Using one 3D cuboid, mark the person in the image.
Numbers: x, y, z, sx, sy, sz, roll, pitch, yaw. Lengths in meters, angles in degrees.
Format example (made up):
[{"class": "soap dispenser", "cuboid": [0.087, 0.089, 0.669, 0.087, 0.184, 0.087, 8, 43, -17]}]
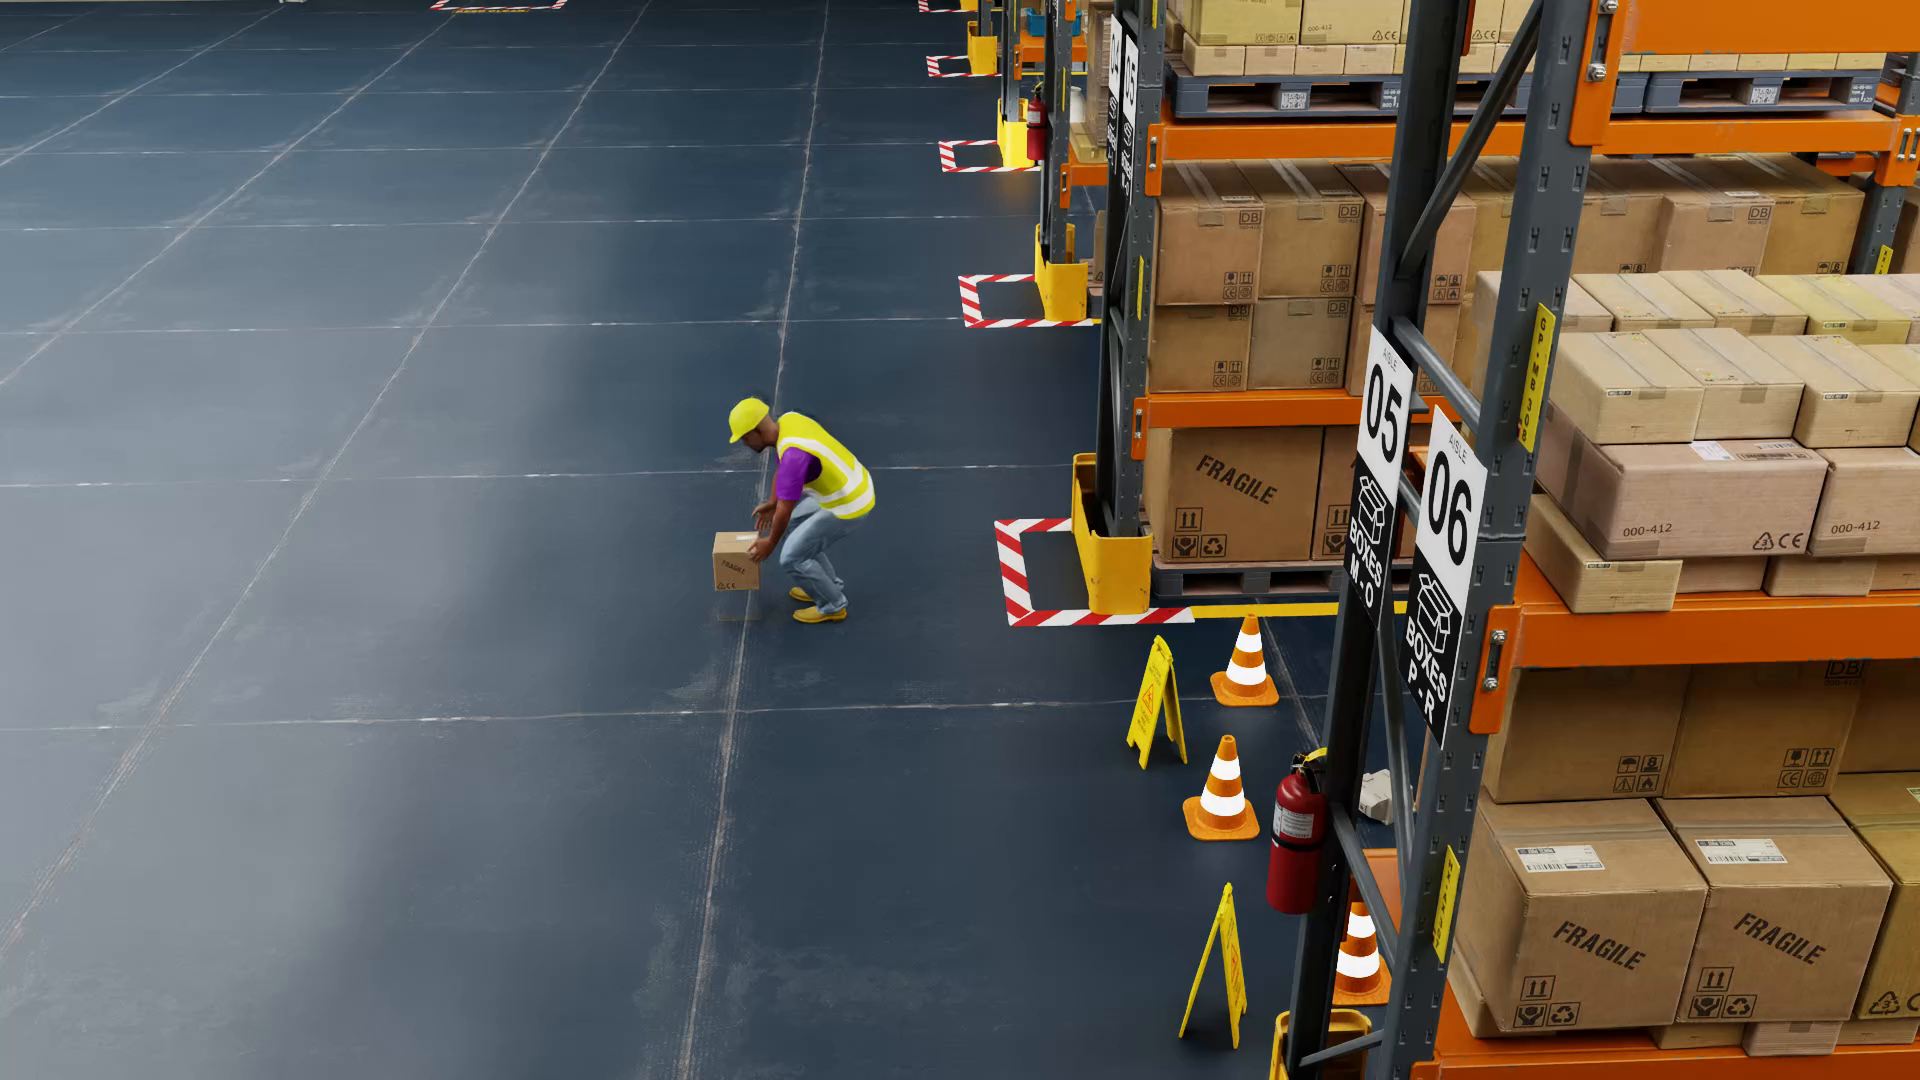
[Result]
[{"class": "person", "cuboid": [-0.873, -0.177, 9.397, 0.790, 1.342, 0.630, -1, 27, -3]}]
